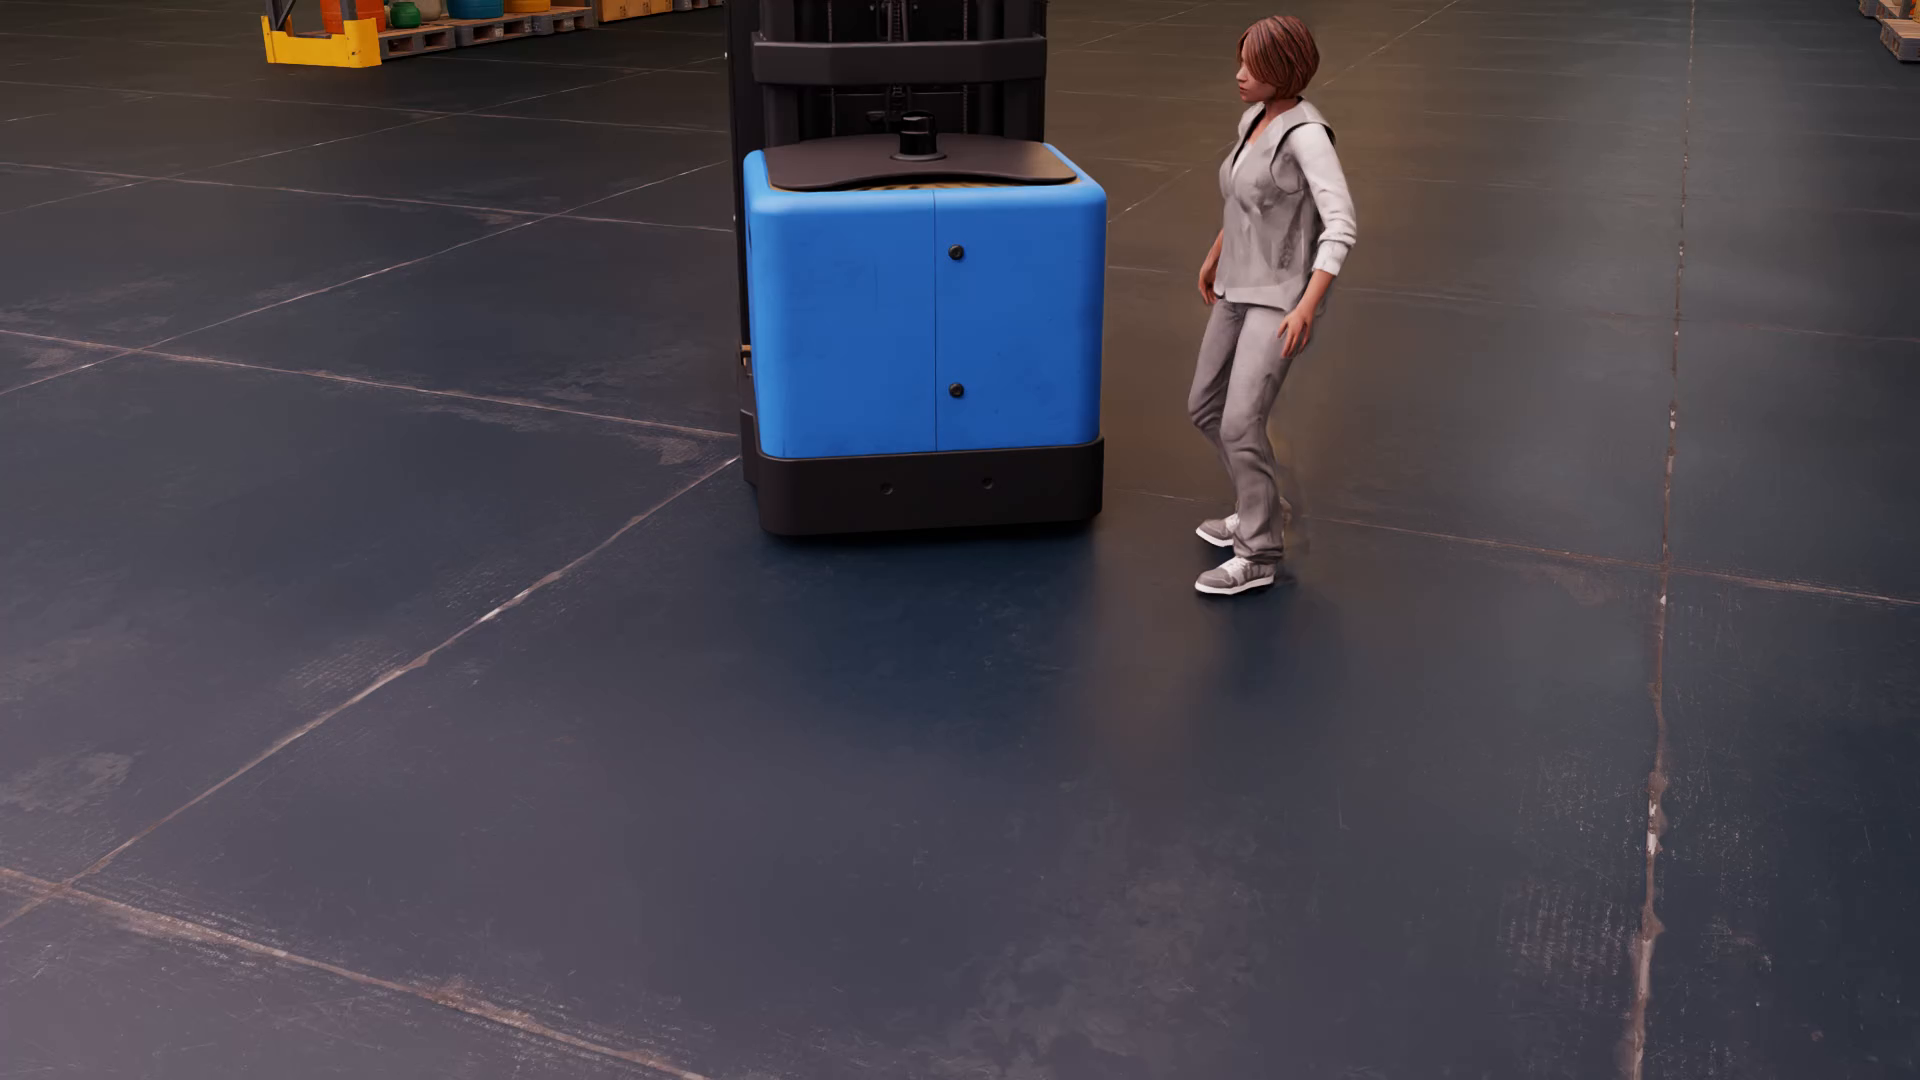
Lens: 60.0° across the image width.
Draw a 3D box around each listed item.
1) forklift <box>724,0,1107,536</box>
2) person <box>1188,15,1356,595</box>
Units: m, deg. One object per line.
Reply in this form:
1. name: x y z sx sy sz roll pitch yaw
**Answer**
1. forklift: -0.286 -1.898 5.834 1.130 2.935 3.031 -3 23 -8
2. person: 0.813 -0.665 4.668 0.412 1.553 0.694 -5 23 -12
